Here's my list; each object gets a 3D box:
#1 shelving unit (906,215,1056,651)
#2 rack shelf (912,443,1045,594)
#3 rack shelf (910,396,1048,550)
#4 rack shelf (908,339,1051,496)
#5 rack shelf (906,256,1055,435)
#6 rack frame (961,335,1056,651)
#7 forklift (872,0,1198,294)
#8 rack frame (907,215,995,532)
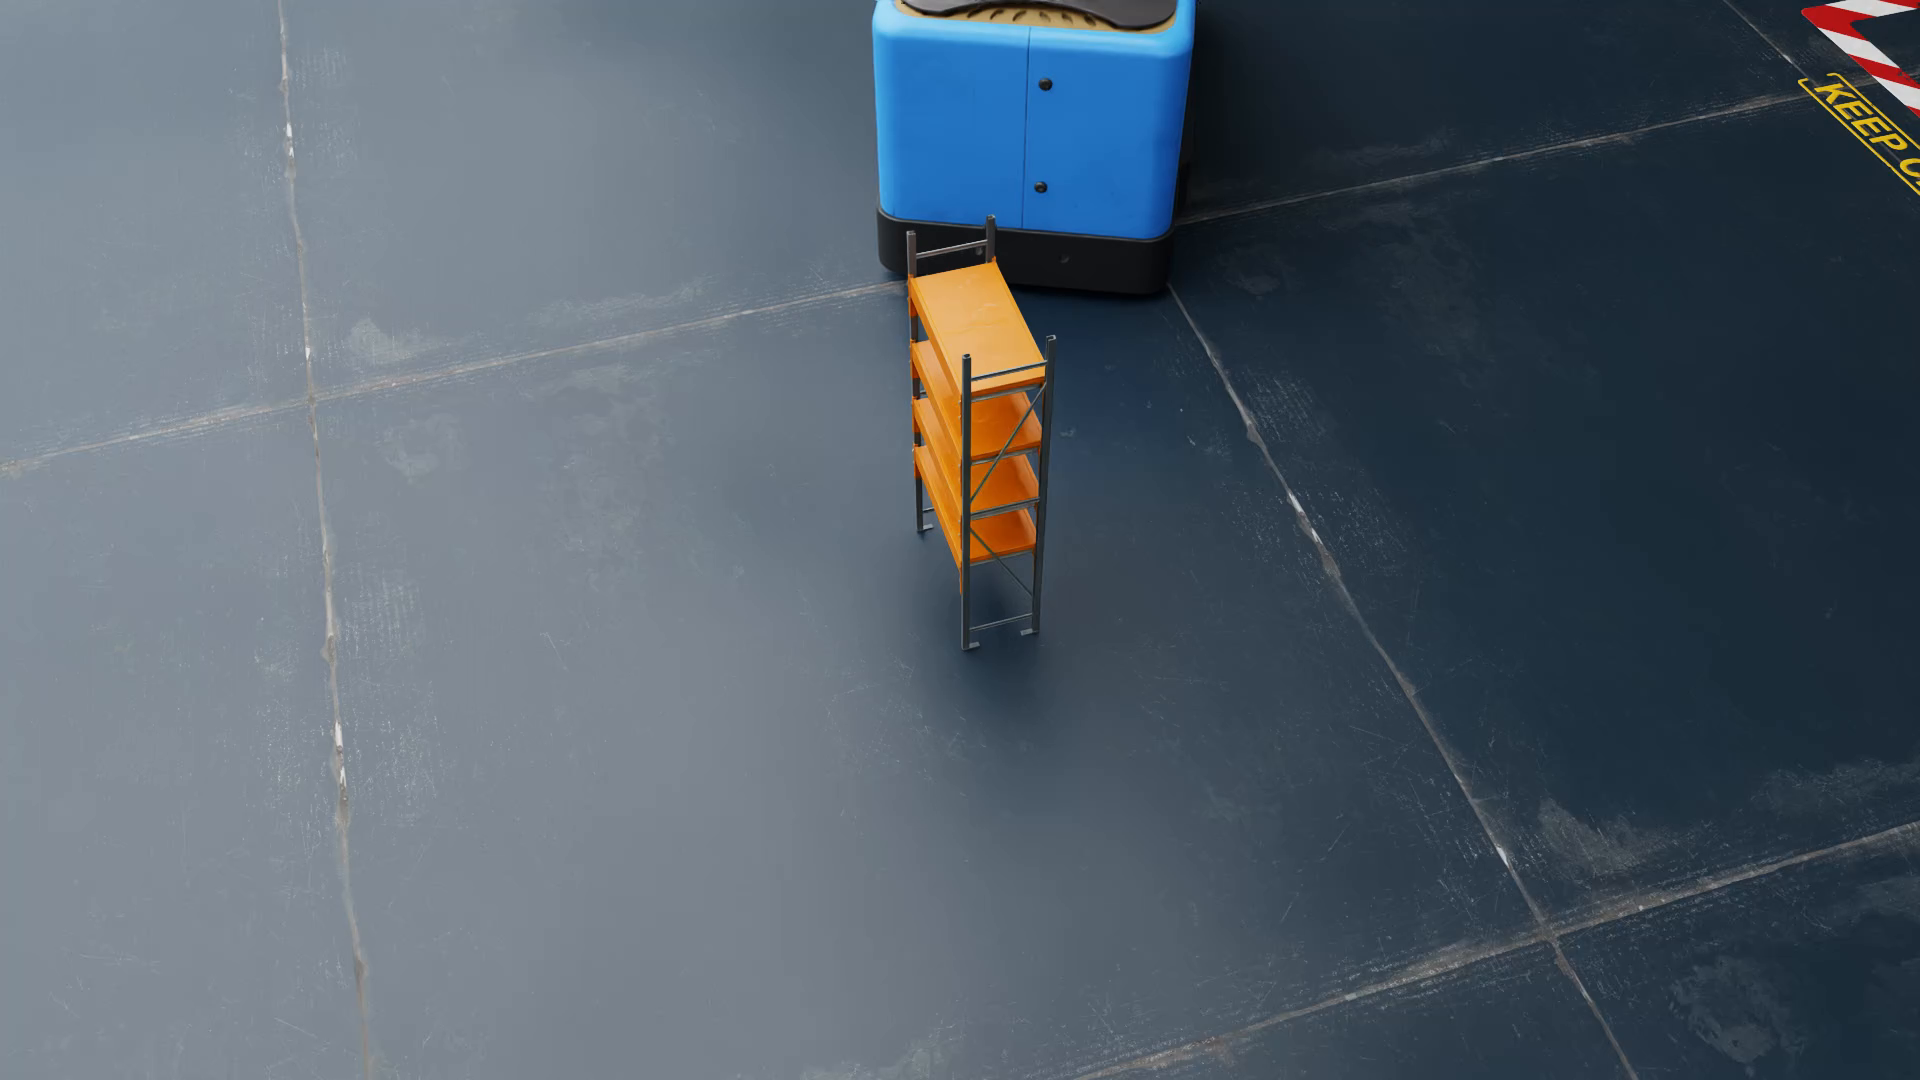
[{"bbox_3d":[0.049,-0.266,4.689,0.258,1.200,0.503,-13,51,-11],"label":"shelving unit"},{"bbox_3d":[0.049,-0.094,4.893,0.258,0.148,0.480,-13,51,-11],"label":"rack shelf"},{"bbox_3d":[0.049,-0.222,4.741,0.258,0.148,0.480,-13,51,-11],"label":"rack shelf"},{"bbox_3d":[0.049,-0.367,4.570,0.258,0.148,0.480,-13,51,-11],"label":"rack shelf"},{"bbox_3d":[0.049,-0.519,4.389,0.258,0.148,0.480,-13,51,-11],"label":"rack shelf"},{"bbox_3d":[0.121,-0.088,4.539,0.240,1.200,0.015,-13,51,-11],"label":"rack frame"},{"bbox_3d":[0.408,-2.957,5.826,1.130,2.935,3.031,6,50,5],"label":"forklift"},{"bbox_3d":[-0.023,-0.444,4.840,0.240,1.200,0.015,-13,51,-11],"label":"rack frame"}]
